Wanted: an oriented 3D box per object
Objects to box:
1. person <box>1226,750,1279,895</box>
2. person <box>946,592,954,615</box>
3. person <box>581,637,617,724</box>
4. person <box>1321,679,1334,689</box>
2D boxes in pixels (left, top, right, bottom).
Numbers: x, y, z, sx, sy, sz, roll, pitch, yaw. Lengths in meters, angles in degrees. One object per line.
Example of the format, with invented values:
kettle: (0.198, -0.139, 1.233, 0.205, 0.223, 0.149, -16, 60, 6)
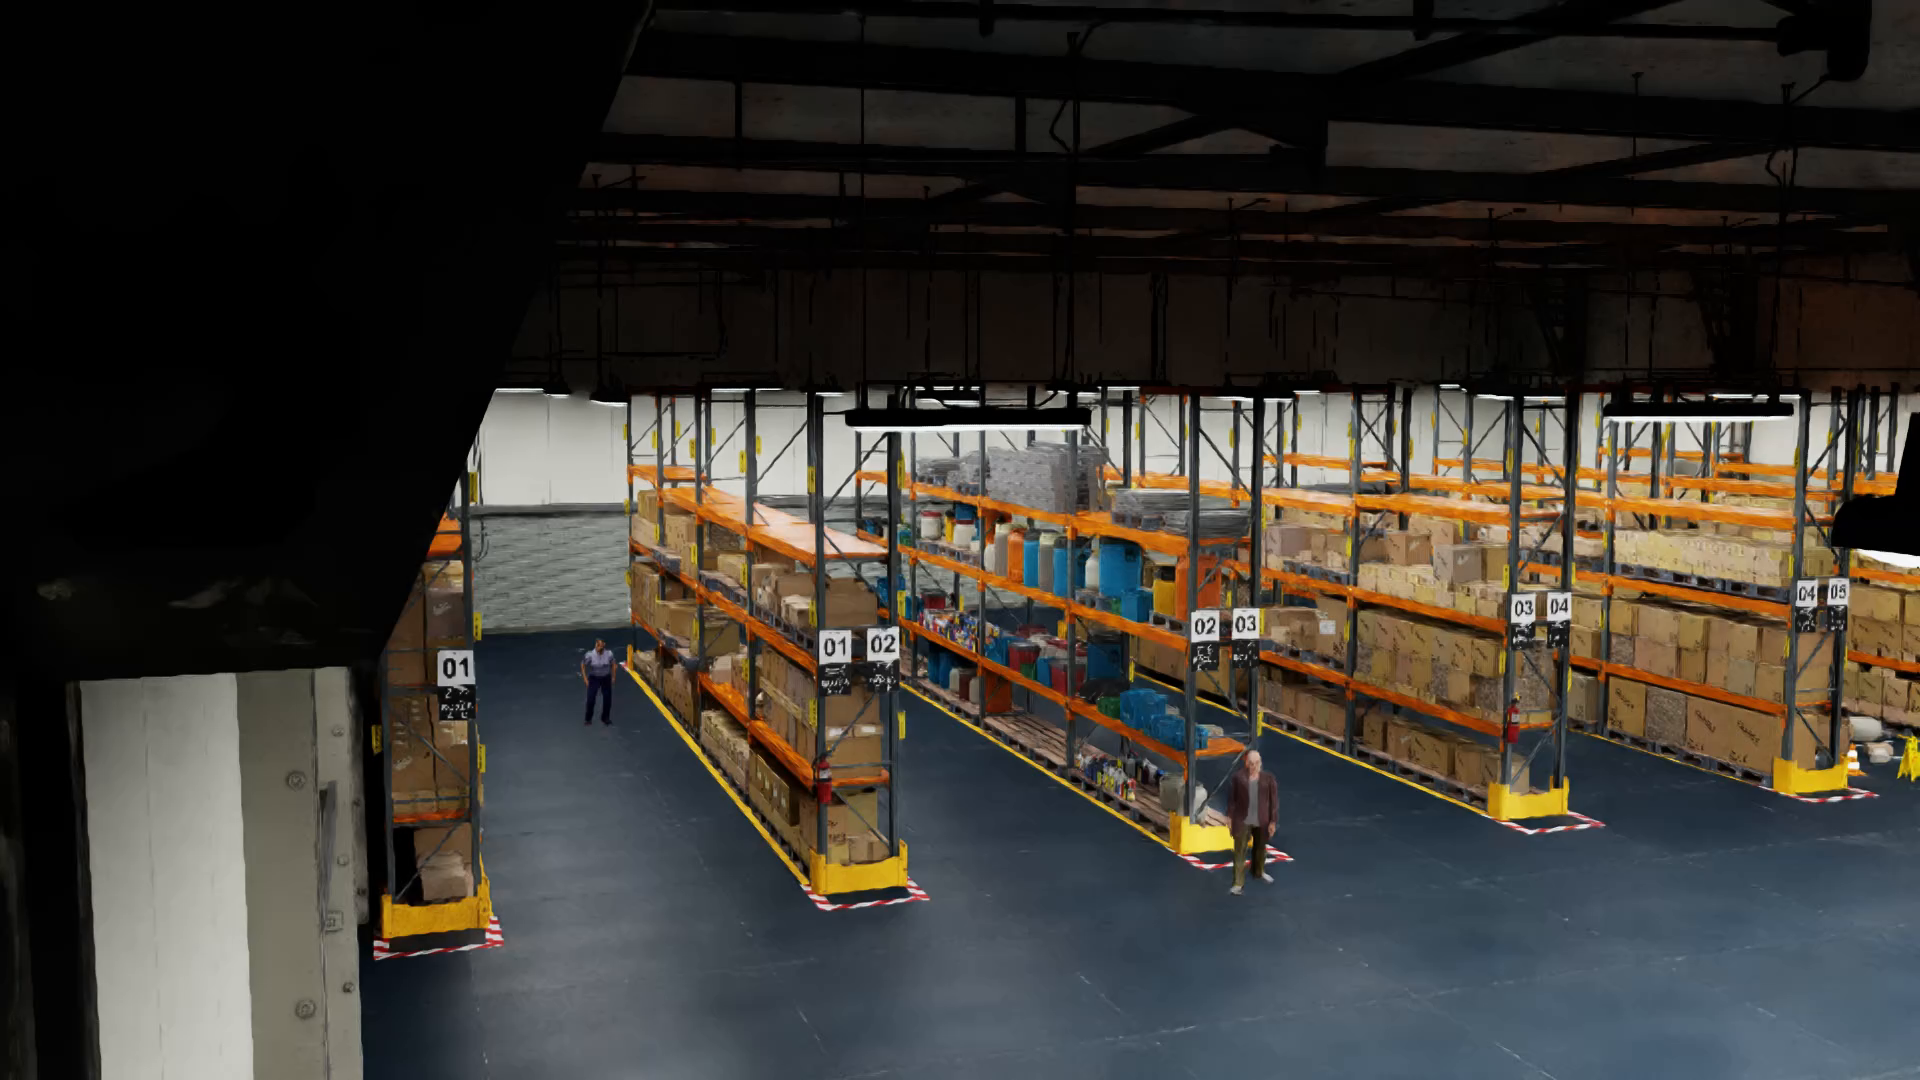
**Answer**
person: (3.531, 3.392, 20.104, 0.627, 1.738, 1.000, 1, 6, 8)
person: (-0.078, 1.910, 34.616, 0.454, 1.679, 0.536, -5, 8, -39)
person: (-6.416, 2.499, 29.550, 0.626, 1.591, 0.513, -2, 6, -21)
person: (7.014, 2.270, 31.480, 0.341, 1.599, 0.541, -4, 7, -32)
